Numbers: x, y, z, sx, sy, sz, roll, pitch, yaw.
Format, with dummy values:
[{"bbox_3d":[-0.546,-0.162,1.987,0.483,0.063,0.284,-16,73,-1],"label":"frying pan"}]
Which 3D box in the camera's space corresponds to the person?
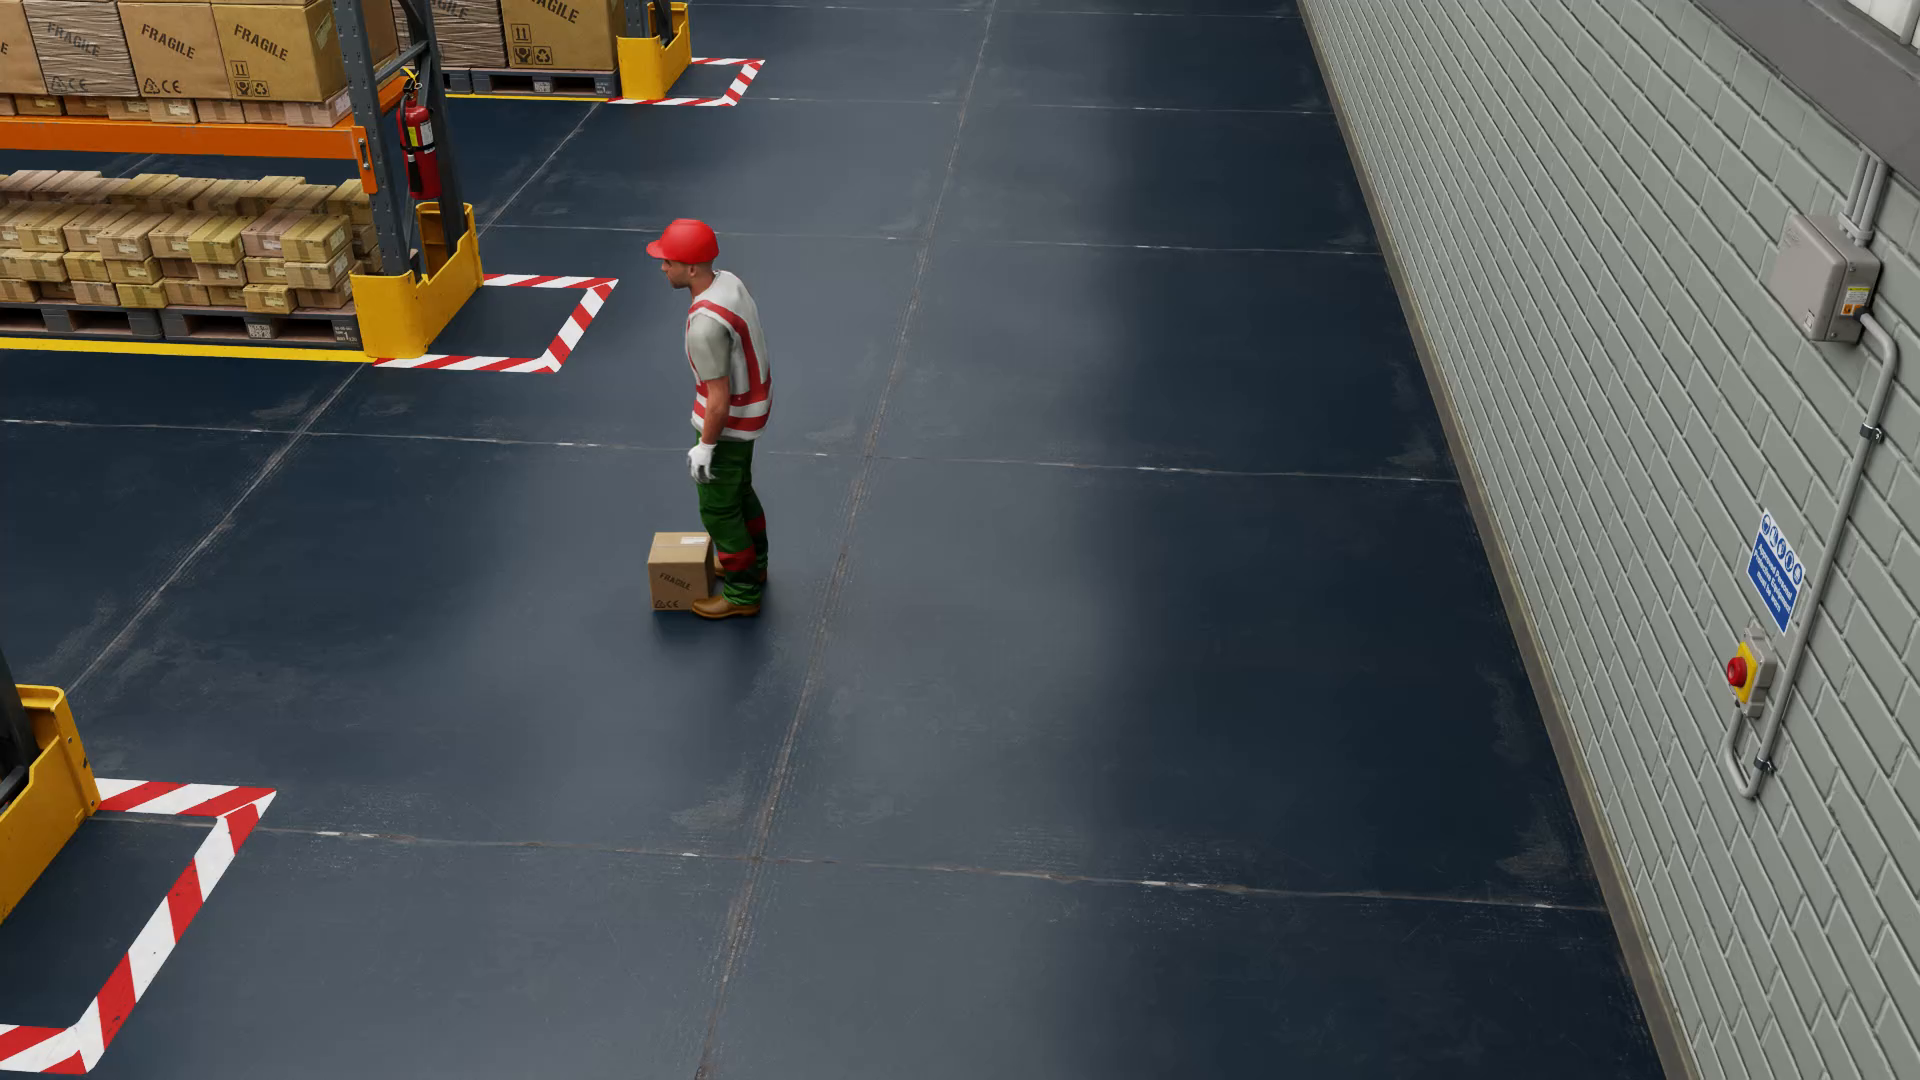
[{"bbox_3d":[-1.002,-0.492,6.918,0.445,1.781,0.622,1,32,2],"label":"person"}]
